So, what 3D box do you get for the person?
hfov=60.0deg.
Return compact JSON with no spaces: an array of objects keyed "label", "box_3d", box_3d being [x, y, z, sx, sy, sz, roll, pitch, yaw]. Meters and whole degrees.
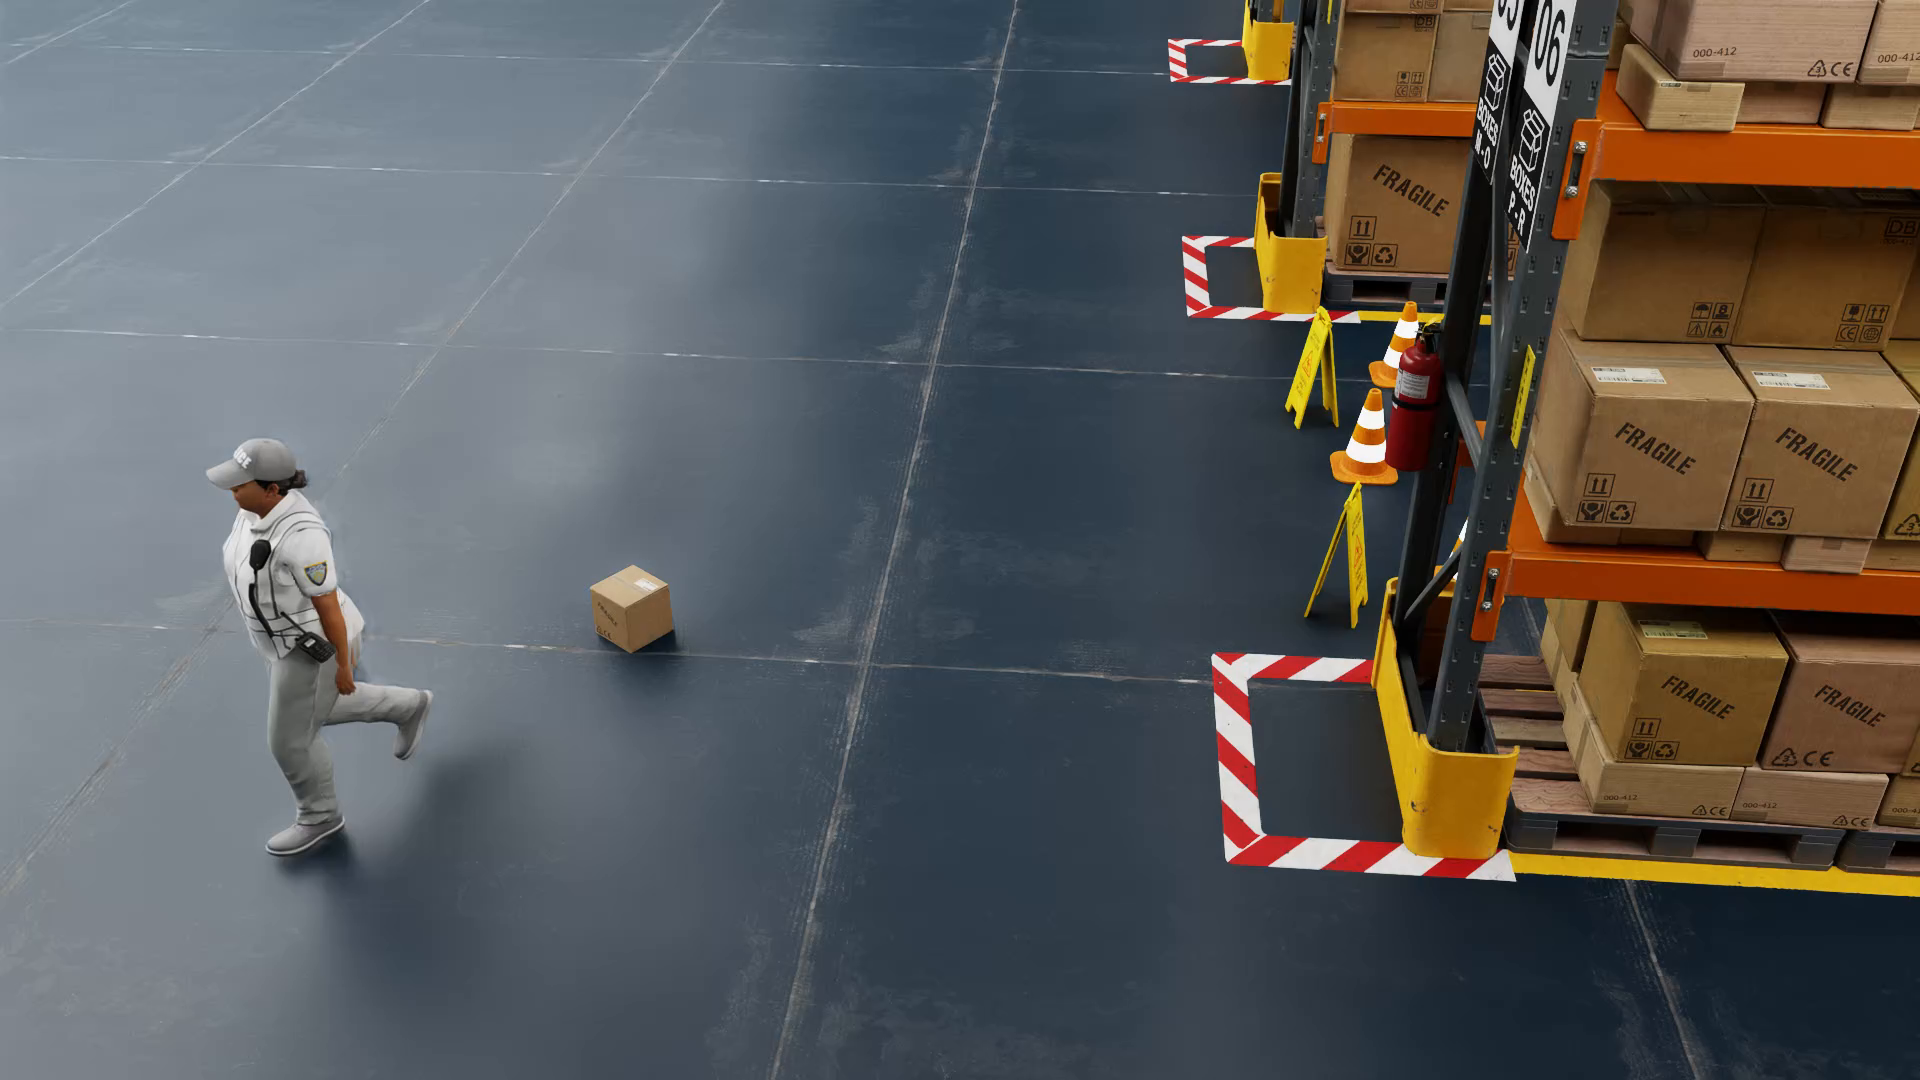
[{"label":"person","box_3d":[-2.360,0.332,6.107,0.790,1.626,0.501,-23,39,-32]}]
